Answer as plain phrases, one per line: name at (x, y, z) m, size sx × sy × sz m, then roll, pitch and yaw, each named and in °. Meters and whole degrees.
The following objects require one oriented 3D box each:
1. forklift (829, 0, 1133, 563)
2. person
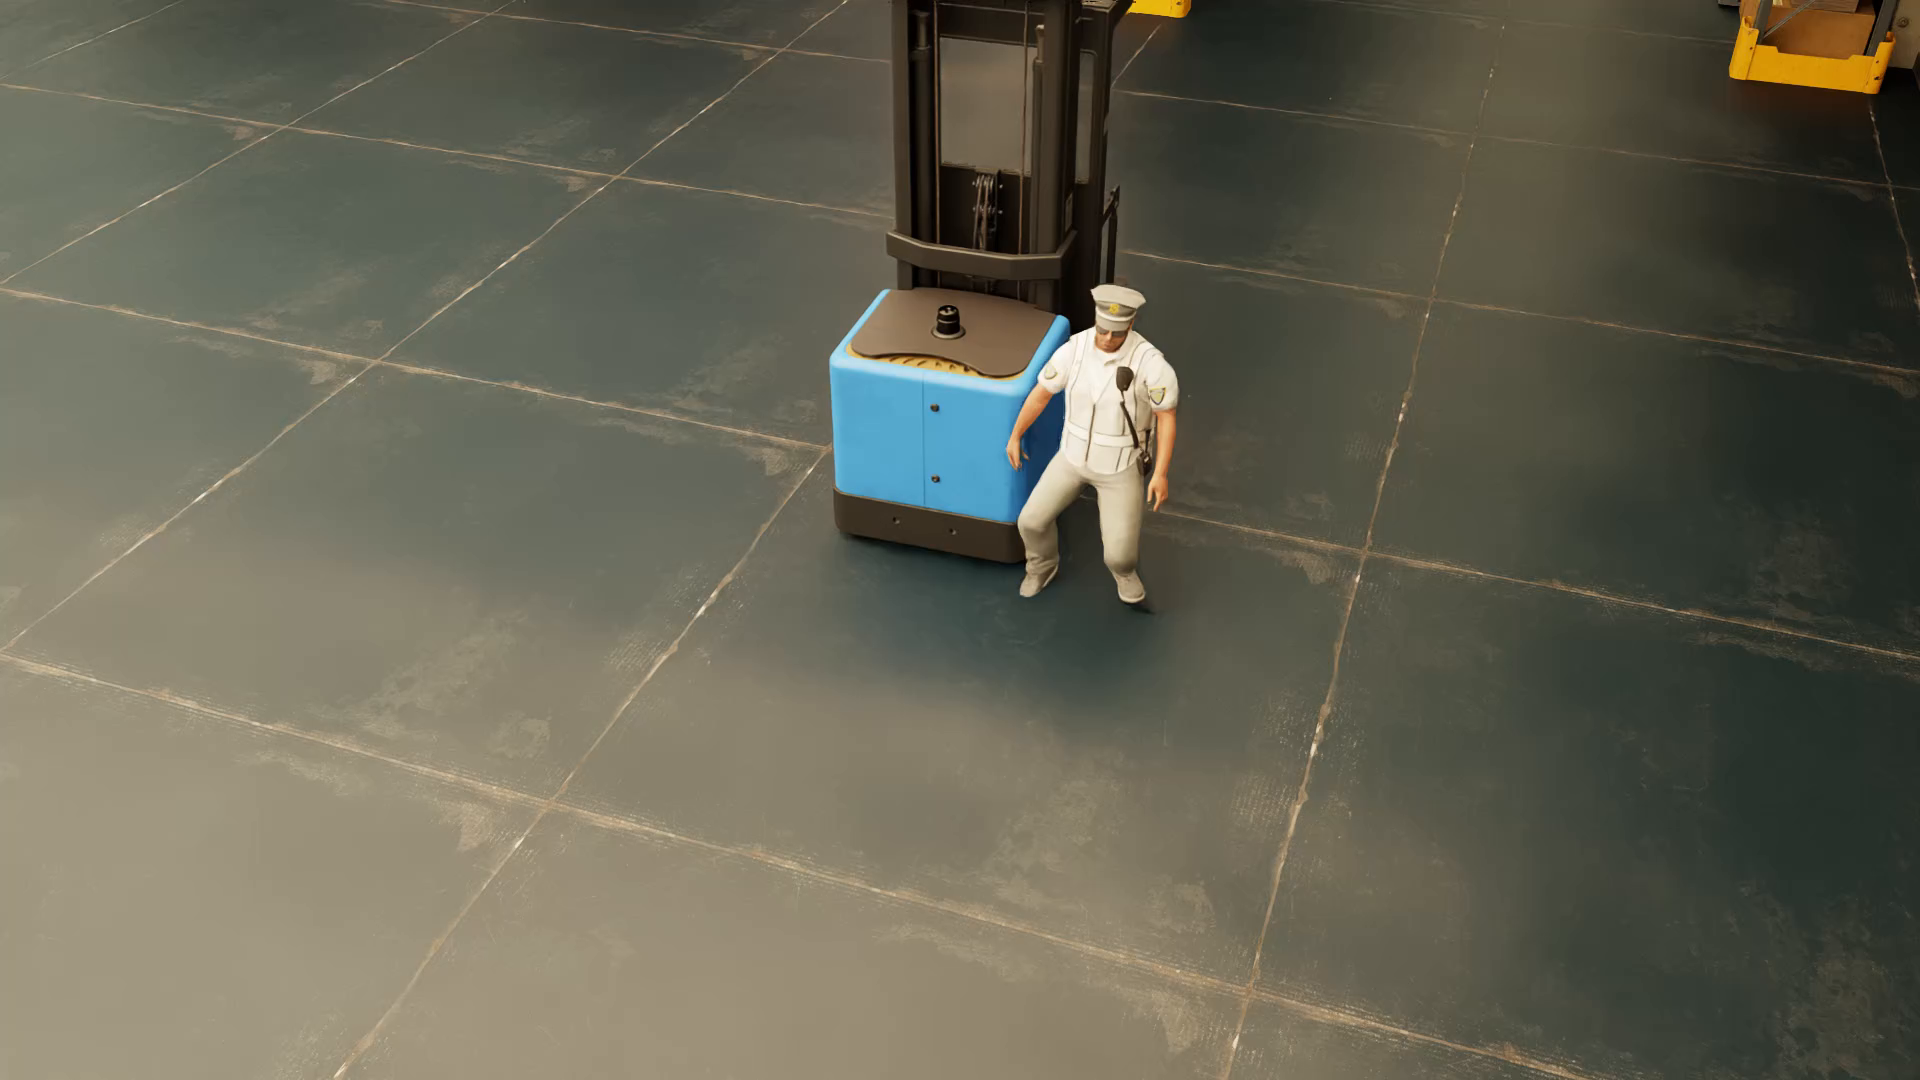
forklift at (0.286, -1.931, 8.835) m, size 1.130 × 2.935 × 3.031 m, roll 11°, pitch 37°, yaw 15°
person at (0.617, -0.384, 7.797) m, size 0.823 × 1.723 × 0.454 m, roll 19°, pitch 40°, yaw 25°
